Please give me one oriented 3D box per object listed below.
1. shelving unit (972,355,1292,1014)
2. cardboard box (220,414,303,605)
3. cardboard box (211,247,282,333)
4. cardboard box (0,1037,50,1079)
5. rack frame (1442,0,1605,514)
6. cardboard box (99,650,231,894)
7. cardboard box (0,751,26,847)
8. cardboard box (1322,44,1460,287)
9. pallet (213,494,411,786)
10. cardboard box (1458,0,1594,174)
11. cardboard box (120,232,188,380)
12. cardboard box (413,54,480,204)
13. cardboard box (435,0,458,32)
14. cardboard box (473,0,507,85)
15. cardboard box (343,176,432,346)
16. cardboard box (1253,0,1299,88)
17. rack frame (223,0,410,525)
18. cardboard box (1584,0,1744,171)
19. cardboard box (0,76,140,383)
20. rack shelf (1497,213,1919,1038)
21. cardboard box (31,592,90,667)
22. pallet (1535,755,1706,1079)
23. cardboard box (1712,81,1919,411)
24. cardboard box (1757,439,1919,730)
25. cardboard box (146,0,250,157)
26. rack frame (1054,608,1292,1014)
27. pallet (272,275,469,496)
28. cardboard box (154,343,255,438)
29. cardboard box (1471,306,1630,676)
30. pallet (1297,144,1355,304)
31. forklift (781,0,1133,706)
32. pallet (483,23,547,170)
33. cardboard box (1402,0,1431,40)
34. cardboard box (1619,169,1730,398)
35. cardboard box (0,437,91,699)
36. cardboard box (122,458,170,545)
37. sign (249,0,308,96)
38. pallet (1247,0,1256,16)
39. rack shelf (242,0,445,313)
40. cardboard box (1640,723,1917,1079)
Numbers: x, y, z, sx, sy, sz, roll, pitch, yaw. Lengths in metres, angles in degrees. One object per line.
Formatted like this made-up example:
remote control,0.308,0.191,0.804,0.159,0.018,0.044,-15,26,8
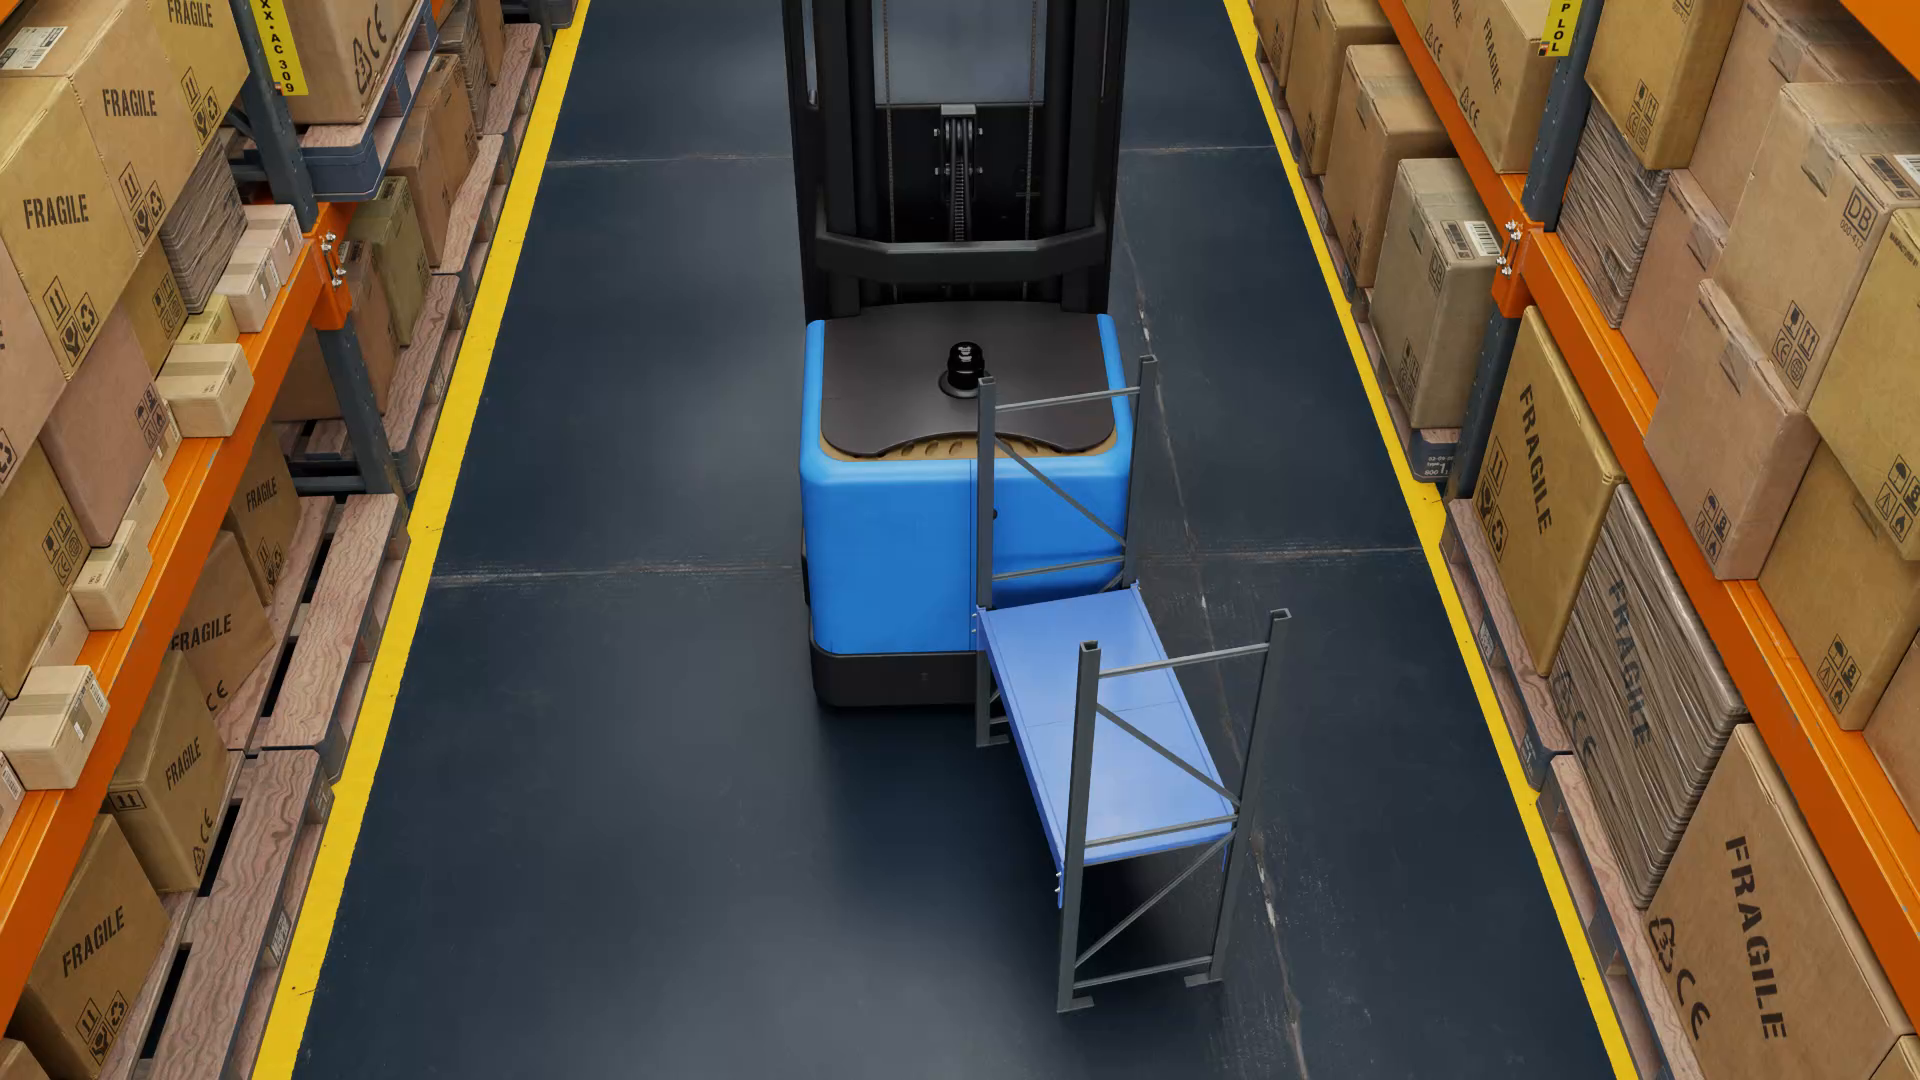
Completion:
shelving unit,0.407,0.423,4.679,0.538,1.500,1.048,-9,43,-9
cardboard box,-2.624,-0.115,5.694,0.500,0.500,0.500,-3,43,-3
cardboard box,-2.297,-0.754,5.039,0.380,0.149,0.250,-2,43,-2
cardboard box,-2.500,1.490,3.944,0.500,0.500,0.500,9,43,9
rack frame,2.359,-1.227,5.368,1.000,3.000,0.127,-2,43,-2
cardboard box,-2.487,0.689,4.818,0.500,0.500,0.500,-5,43,-6
cardboard box,-2.265,0.597,3.564,0.380,0.149,0.250,-2,43,-2
cardboard box,2.206,-1.620,7.152,1.050,0.750,0.750,-2,43,-2
pallet,-2.537,0.328,5.736,1.003,0.211,1.213,-2,43,-2
cardboard box,2.070,-1.608,5.711,0.500,0.500,0.500,-2,43,-2
cardboard box,-2.657,-0.655,4.450,0.875,0.500,0.500,-2,43,-2
cardboard box,-2.655,-1.885,7.611,0.700,0.500,0.500,2,43,2
cardboard box,-2.680,-2.561,7.793,0.500,0.250,0.500,3,43,3
cardboard box,-2.722,-2.642,8.437,0.700,0.500,0.500,-4,43,-4
cardboard box,-2.607,-1.131,6.788,0.700,0.500,0.500,-2,43,-2
cardboard box,2.125,-2.839,8.481,1.050,0.750,0.750,-2,43,-2
rack frame,-2.601,-1.153,5.288,1.000,3.000,0.127,-2,43,-2
cardboard box,2.340,-1.430,4.680,0.875,0.550,0.550,-2,43,-2
cardboard box,-2.264,-0.697,3.756,0.500,0.500,0.500,-2,43,-2
rack shelf,2.444,0.389,4.138,1.077,0.370,4.000,-2,43,-2
cardboard box,-2.315,0.261,3.932,0.380,0.149,0.250,-2,43,-2
pallet,2.368,1.143,4.847,1.003,0.211,1.213,-2,43,-2
cardboard box,2.365,-0.694,3.877,0.875,0.550,0.550,-2,43,-2
cardboard box,2.461,0.060,3.853,0.875,0.550,0.500,-2,43,-2
cardboard box,-2.307,-1.372,4.493,0.500,0.500,0.500,-2,43,-2
rack frame,0.519,0.758,4.313,0.500,1.500,0.032,-9,43,-9
pallet,-2.635,-0.650,6.803,1.003,0.211,1.213,-2,43,-2
cardboard box,-2.224,-0.418,4.672,0.380,0.149,0.250,-2,43,-2
cardboard box,2.316,-0.172,5.479,0.875,0.875,0.875,-1,43,-1
pallet,2.196,-1.543,7.777,1.003,0.211,1.213,-2,43,-2
forklift,-0.024,-1.506,5.724,1.130,2.935,3.031,-1,43,-2
pallet,-2.739,-2.297,8.600,1.003,0.211,1.213,-2,43,-2
cardboard box,2.027,-2.290,6.455,0.500,0.500,0.500,-1,43,-1
cardboard box,2.433,-0.663,4.642,0.875,0.550,0.550,-2,43,-2
cardboard box,-2.556,0.018,3.716,0.875,0.500,0.500,-2,43,-2
cardboard box,-2.294,-0.078,4.301,0.380,0.149,0.250,-2,43,-2
sign,-2.059,-1.492,5.018,0.100,0.325,0.005,-2,43,-2
pallet,2.157,-3.427,9.832,1.003,0.211,1.213,-2,43,-2
rack shelf,-2.686,-2.238,7.004,1.077,0.370,4.000,-2,43,-2
cardboard box,2.395,1.052,4.144,0.875,0.875,0.875,-2,43,-2
